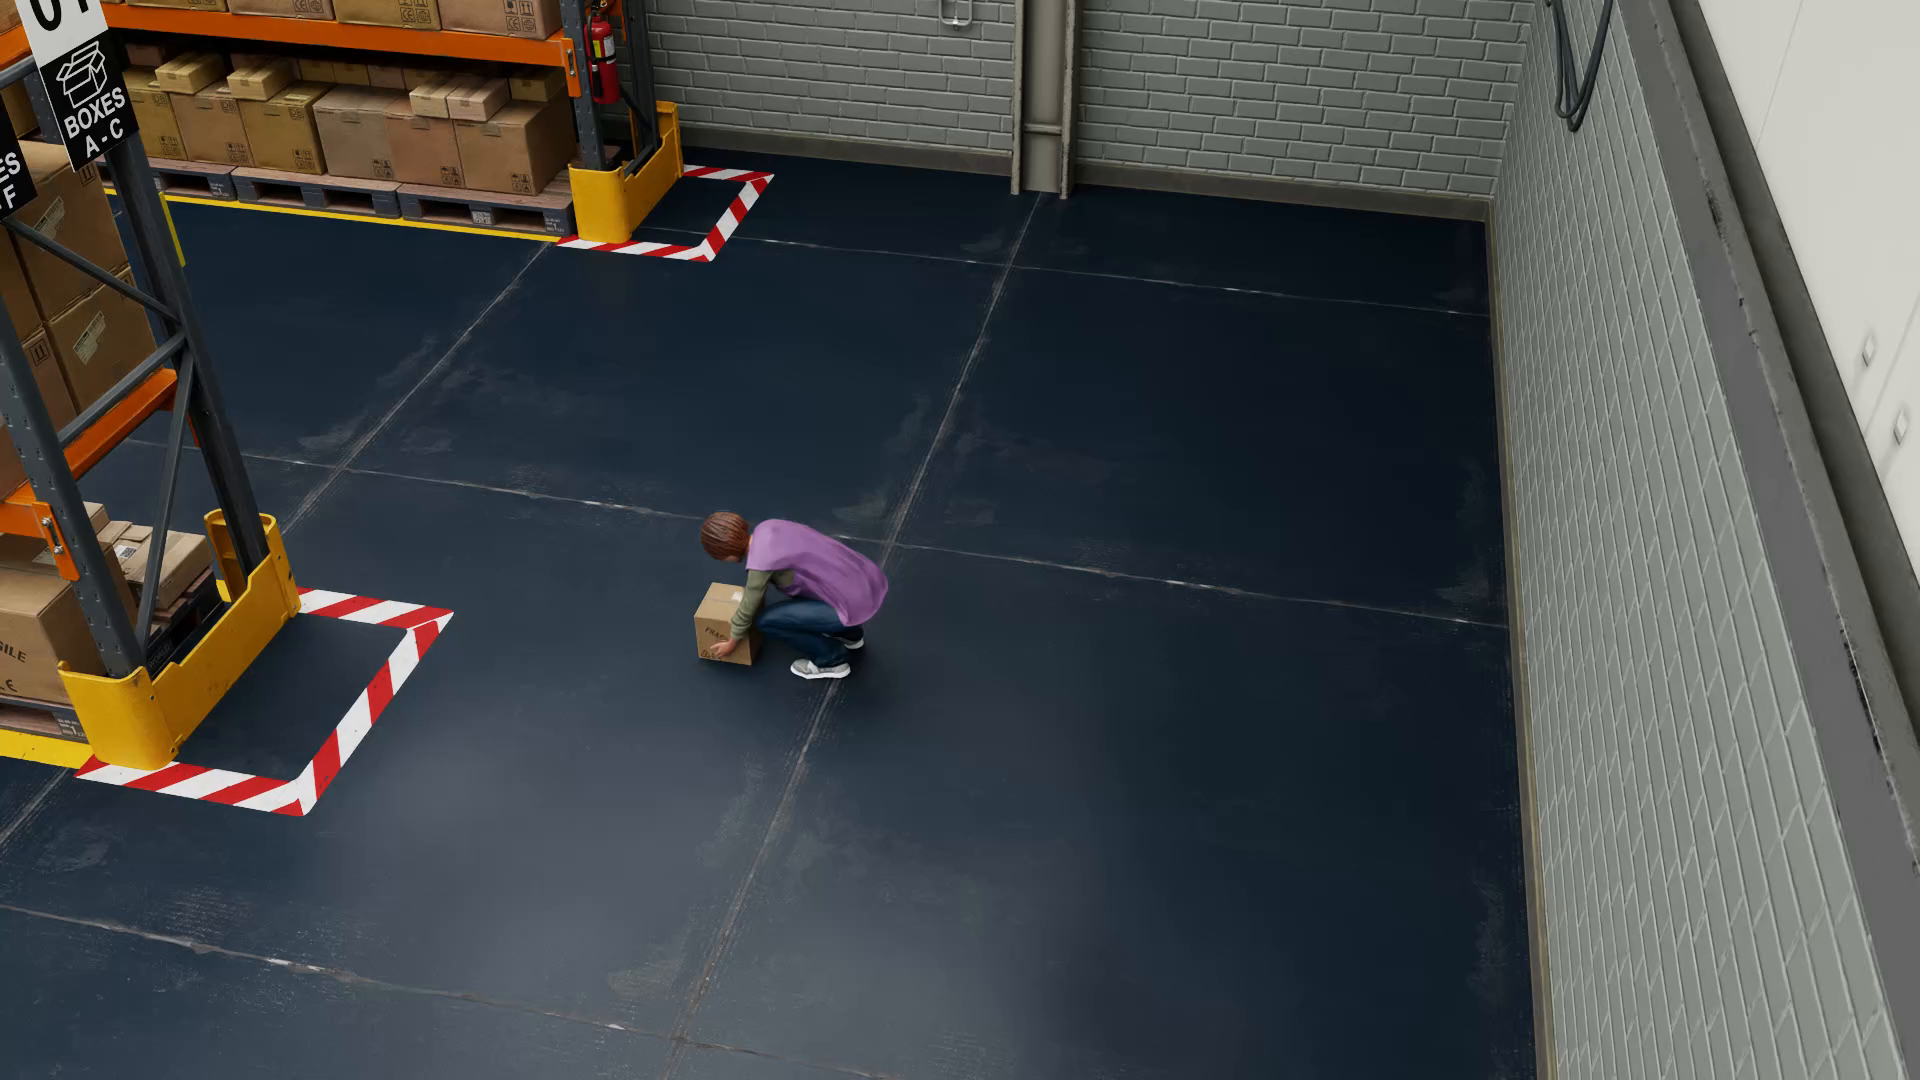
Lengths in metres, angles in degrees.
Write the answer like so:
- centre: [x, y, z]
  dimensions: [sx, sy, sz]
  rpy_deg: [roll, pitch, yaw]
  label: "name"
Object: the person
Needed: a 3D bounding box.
- centre: [-0.722, 0.218, 7.366]
  dimensions: [0.803, 0.778, 0.437]
  rpy_deg: [8, 38, 10]
  label: "person"
